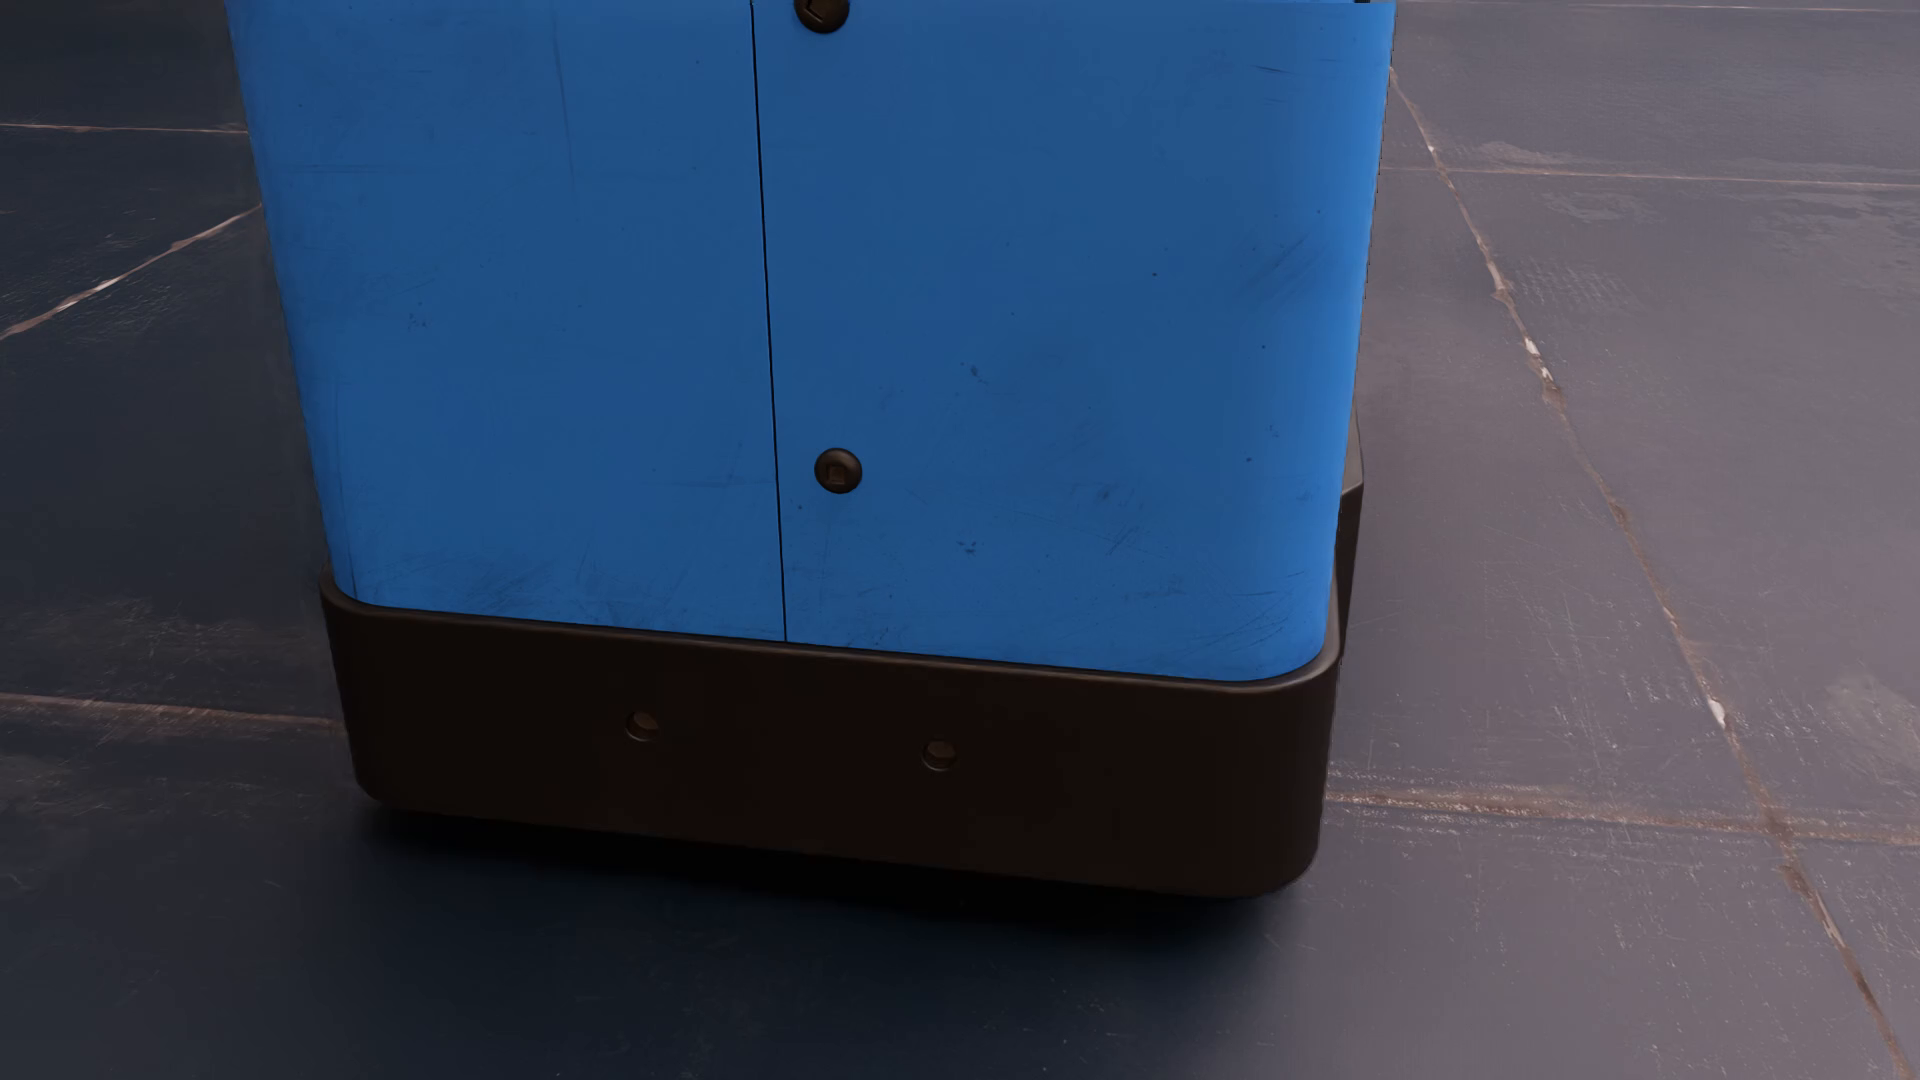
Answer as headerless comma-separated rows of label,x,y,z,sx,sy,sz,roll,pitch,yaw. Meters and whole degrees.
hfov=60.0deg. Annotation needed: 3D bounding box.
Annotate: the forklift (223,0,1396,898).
forklift,0.091,-1.593,2.411,1.130,2.935,3.031,4,27,9
